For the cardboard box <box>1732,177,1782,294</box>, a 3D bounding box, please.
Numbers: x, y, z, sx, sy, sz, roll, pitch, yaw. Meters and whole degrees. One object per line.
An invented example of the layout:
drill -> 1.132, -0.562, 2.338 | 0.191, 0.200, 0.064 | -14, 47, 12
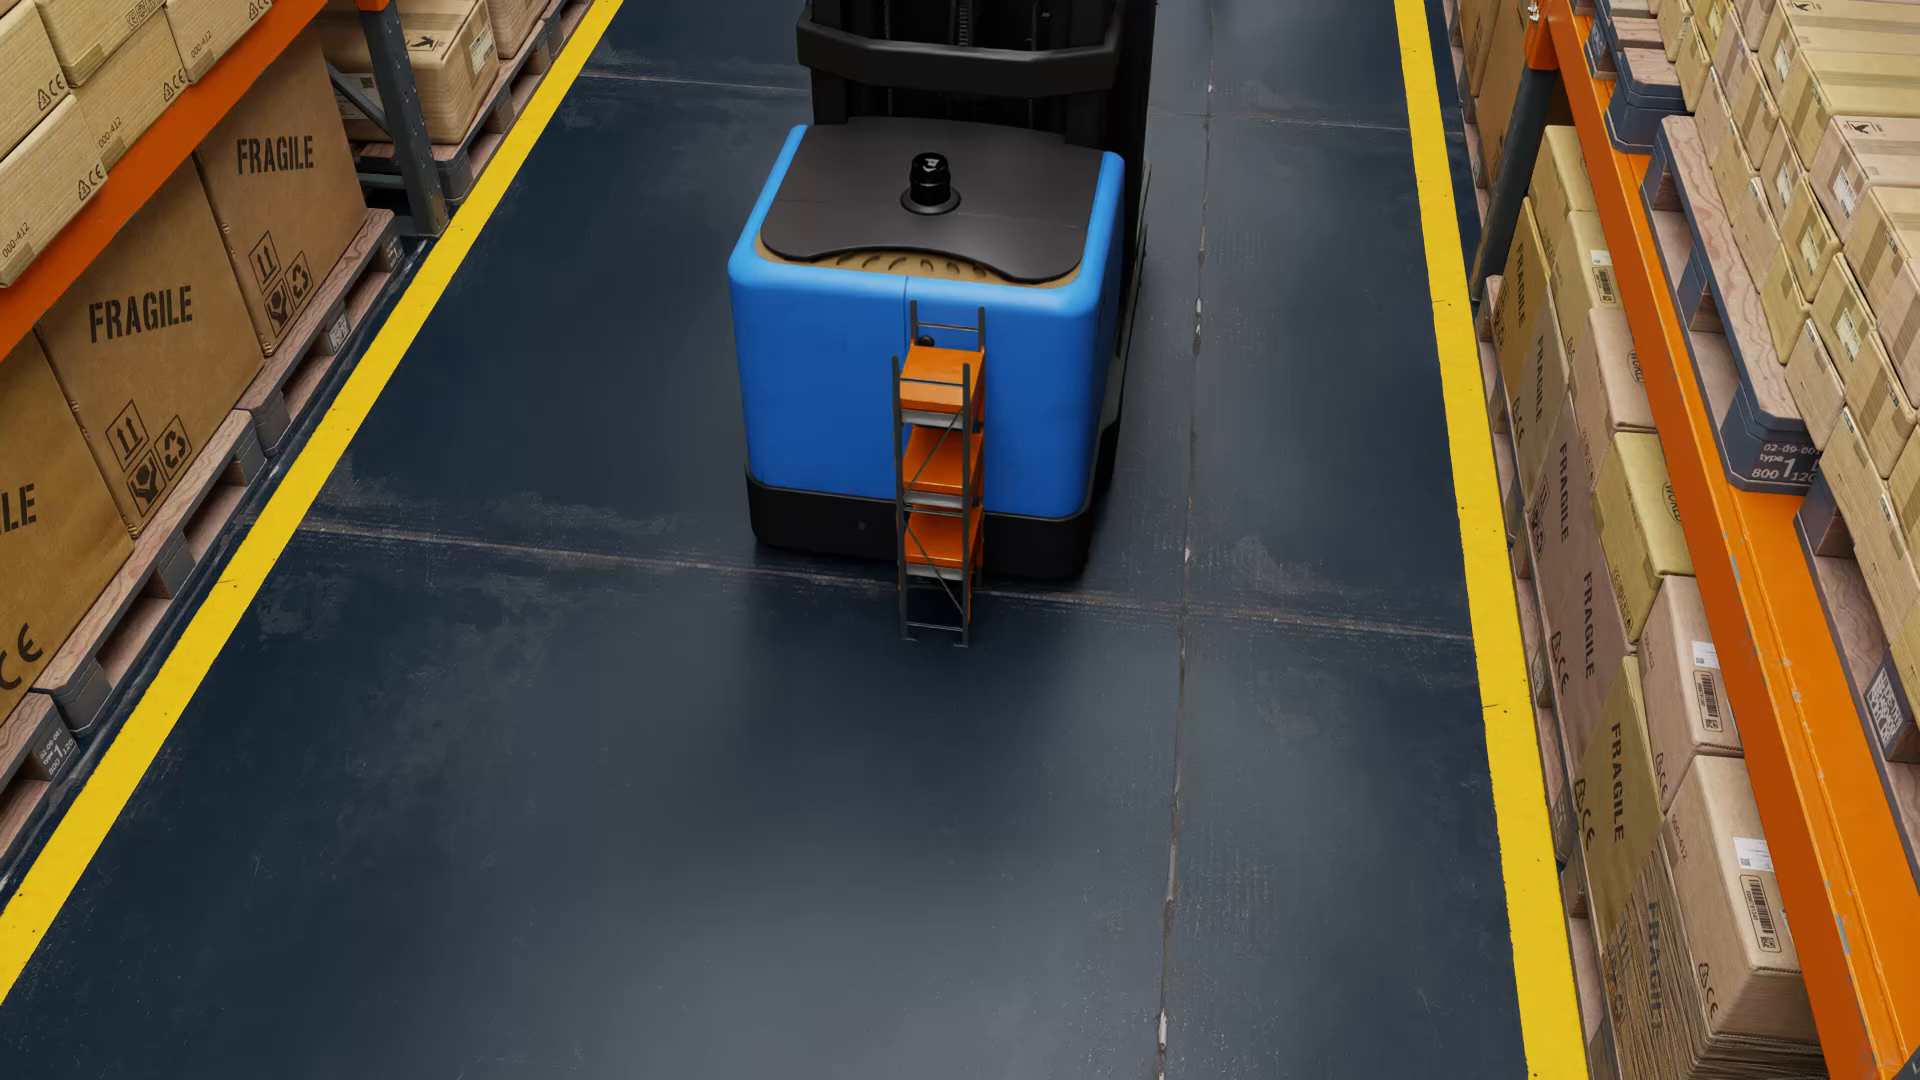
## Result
cardboard box -> 1.934, -0.658, 3.641 | 0.380, 0.149, 0.250 | 4, 44, 4

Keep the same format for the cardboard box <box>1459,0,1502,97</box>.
cardboard box -> 2.685, -2.303, 6.831 | 1.050, 0.750, 0.750 | 6, 44, 6

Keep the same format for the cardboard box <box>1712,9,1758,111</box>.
cardboard box -> 2.007, -1.114, 3.905 | 0.380, 0.149, 0.250 | 5, 44, 6

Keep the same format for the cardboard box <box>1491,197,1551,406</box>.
cardboard box -> 2.056, -0.750, 5.373 | 0.500, 0.500, 0.500 | 4, 44, 4

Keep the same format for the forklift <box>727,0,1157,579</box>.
forklift -> 0.104, -1.969, 5.198 | 1.130, 2.935, 3.031 | 7, 44, 7

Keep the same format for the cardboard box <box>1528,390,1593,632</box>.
cardboard box -> 1.930, -0.057, 4.641 | 0.500, 0.500, 0.500 | 4, 44, 4

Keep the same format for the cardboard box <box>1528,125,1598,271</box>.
cardboard box -> 2.072, -1.034, 5.127 | 0.500, 0.250, 0.500 | 3, 44, 4

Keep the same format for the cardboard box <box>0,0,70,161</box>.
cardboard box -> -2.509, -1.065, 3.939 | 0.500, 0.250, 0.500 | 4, 44, 4

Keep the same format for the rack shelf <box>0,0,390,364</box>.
rack shelf -> -2.782, -0.721, 4.353 | 1.077, 0.370, 4.000 | 5, 44, 6

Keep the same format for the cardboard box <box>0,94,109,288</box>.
cardboard box -> -2.501, -0.881, 4.108 | 0.500, 0.250, 0.500 | 5, 44, 5

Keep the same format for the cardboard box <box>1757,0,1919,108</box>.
cardboard box -> 1.977, -1.049, 3.620 | 0.380, 0.149, 0.250 | 6, 44, 7

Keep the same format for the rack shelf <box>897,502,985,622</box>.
rack shelf -> -0.053, 0.052, 4.851 | 0.215, 0.259, 0.240 | 7, 44, 7

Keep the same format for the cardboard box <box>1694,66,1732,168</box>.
cardboard box -> 2.006, -1.007, 4.009 | 0.380, 0.149, 0.250 | 7, 44, 7

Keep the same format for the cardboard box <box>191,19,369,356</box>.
cardboard box -> -2.691, -1.263, 5.642 | 0.875, 0.875, 0.875 | 5, 44, 5

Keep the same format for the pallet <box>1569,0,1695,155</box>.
pallet -> 2.414, -1.399, 4.686 | 1.213, 0.211, 1.003 | 5, 44, 6

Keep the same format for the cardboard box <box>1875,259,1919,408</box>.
cardboard box -> 1.839, -0.345, 2.877 | 0.380, 0.149, 0.250 | 5, 44, 5

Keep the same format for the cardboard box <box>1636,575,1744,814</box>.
cardboard box -> 1.803, 0.365, 3.650 | 0.500, 0.250, 0.500 | 7, 44, 7

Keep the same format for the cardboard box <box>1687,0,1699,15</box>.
cardboard box -> 2.074, -1.455, 4.266 | 0.380, 0.149, 0.250 | 4, 44, 4

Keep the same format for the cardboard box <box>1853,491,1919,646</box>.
cardboard box -> 1.799, 0.065, 2.877 | 0.380, 0.149, 0.250 | 5, 44, 5

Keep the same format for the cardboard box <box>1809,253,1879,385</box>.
cardboard box -> 1.868, -0.409, 3.161 | 0.380, 0.149, 0.250 | 3, 44, 3

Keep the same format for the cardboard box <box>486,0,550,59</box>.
cardboard box -> -2.343, -2.432, 7.242 | 0.950, 0.372, 0.625 | 4, 44, 5

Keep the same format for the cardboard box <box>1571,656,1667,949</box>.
cardboard box -> 1.790, 0.640, 3.905 | 0.500, 0.500, 0.500 | 4, 44, 5

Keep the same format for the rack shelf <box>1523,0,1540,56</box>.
rack shelf -> 2.667, -3.066, 6.830 | 1.077, 0.370, 4.000 | 5, 44, 6

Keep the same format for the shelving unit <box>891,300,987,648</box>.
shelving unit -> -0.053, -0.157, 4.653 | 0.215, 1.050, 0.252 | 7, 44, 7

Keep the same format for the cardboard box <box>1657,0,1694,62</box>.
cardboard box -> 2.073, -1.372, 4.395 | 0.380, 0.149, 0.250 | 7, 44, 8

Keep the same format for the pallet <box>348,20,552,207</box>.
pallet -> -2.412, -1.865, 7.067 | 1.003, 0.211, 1.213 | 5, 44, 6

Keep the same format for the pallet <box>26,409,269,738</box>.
pallet -> -2.860, 0.027, 5.068 | 1.003, 0.211, 1.213 | 5, 44, 6

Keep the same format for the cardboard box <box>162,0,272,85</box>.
cardboard box -> -2.379, -1.573, 4.839 | 0.500, 0.250, 0.500 | 6, 44, 6

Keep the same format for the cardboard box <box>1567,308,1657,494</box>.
cardboard box -> 1.926, -0.352, 4.407 | 0.500, 0.250, 0.500 | 6, 44, 6

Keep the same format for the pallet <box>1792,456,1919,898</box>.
pallet -> 2.119, 0.324, 2.866 | 1.003, 0.211, 1.213 | 5, 44, 6

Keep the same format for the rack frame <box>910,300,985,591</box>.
rack frame -> -0.033, -0.240, 4.740 | 0.200, 1.050, 0.008 | 7, 44, 7

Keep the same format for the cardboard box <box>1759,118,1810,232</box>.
cardboard box -> 1.939, -0.760, 3.532 | 0.380, 0.149, 0.250 | 7, 44, 7

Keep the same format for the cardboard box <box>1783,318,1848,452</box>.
cardboard box -> 1.863, -0.296, 3.258 | 0.380, 0.149, 0.250 | 4, 44, 4

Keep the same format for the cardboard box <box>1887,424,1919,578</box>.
cardboard box -> 1.800, -0.045, 2.777 | 0.380, 0.149, 0.250 | 7, 44, 7

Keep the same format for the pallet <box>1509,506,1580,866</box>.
pallet -> 2.134, 0.410, 4.664 | 1.003, 0.211, 1.213 | 5, 44, 6

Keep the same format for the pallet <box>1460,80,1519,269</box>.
pallet -> 2.582, -1.482, 6.662 | 1.003, 0.211, 1.213 | 5, 44, 6

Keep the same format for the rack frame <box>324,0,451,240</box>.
rack frame -> -2.517, -2.346, 5.545 | 1.000, 3.000, 0.127 | 5, 44, 6

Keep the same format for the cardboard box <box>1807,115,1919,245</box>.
cardboard box -> 1.907, -0.695, 3.247 | 0.380, 0.149, 0.250 | 3, 44, 4

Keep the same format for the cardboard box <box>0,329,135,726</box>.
cardboard box -> -2.932, -0.047, 4.357 | 0.875, 0.875, 0.875 | 6, 44, 7
